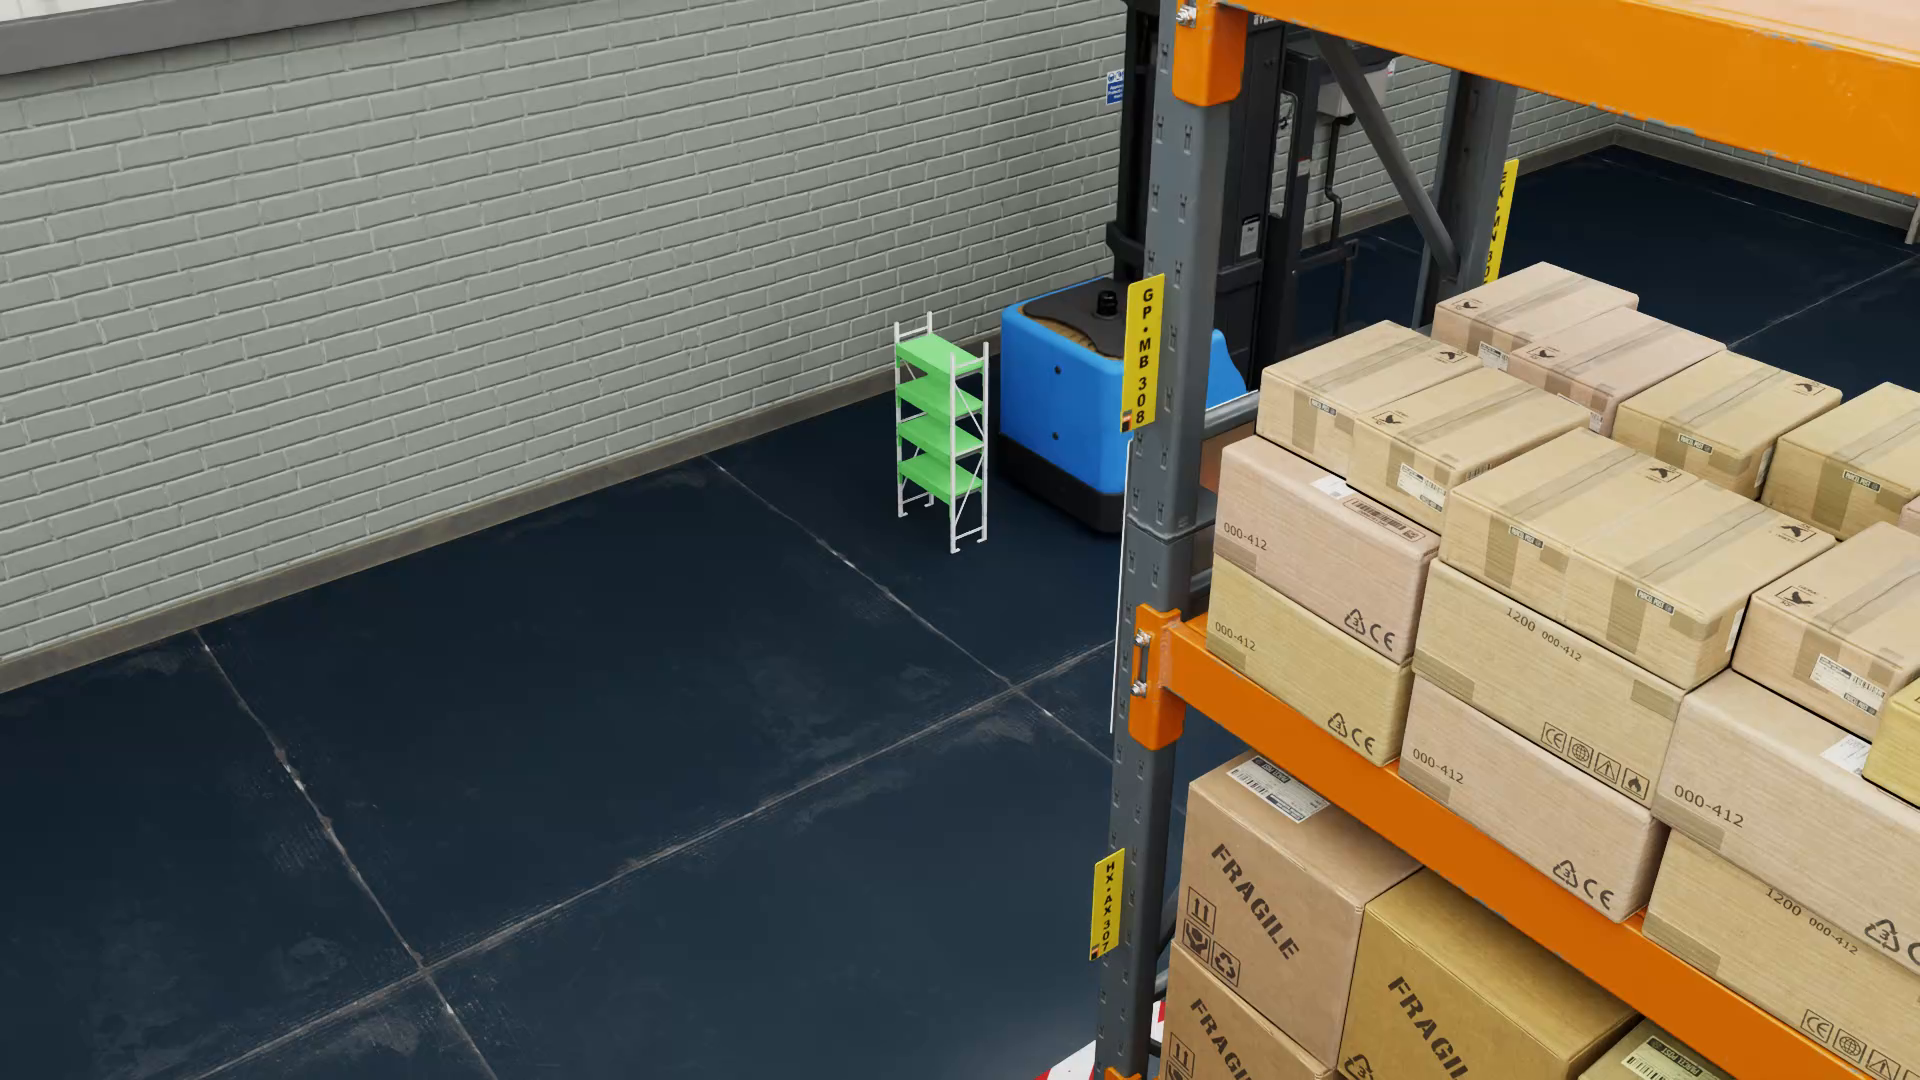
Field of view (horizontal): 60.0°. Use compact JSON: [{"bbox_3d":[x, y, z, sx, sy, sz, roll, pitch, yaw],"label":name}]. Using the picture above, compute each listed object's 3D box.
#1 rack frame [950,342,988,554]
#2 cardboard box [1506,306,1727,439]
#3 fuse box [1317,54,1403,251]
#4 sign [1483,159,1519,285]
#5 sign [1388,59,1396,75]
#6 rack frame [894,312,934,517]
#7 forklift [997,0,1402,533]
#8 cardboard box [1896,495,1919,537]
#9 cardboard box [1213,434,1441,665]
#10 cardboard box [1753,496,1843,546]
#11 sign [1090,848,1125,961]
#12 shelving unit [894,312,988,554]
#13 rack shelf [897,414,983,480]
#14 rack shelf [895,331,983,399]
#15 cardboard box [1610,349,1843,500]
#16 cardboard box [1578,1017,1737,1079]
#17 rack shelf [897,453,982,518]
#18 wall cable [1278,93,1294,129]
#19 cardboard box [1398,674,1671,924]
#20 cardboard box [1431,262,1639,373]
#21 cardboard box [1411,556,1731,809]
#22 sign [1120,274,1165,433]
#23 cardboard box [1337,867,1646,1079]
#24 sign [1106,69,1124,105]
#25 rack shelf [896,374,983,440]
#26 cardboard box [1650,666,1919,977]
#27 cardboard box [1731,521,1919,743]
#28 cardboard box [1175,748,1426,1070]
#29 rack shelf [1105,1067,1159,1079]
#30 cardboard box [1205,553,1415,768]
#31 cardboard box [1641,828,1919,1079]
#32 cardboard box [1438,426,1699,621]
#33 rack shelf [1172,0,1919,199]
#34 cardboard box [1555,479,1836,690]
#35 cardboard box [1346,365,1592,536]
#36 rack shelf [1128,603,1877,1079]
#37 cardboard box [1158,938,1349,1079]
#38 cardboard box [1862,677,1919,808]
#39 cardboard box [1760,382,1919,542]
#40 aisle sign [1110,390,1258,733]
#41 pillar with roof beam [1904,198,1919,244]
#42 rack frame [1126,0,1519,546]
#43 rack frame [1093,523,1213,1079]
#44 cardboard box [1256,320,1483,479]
[{"bbox_3d":[0.048,-0.477,8.881,0.240,1.200,0.015,-22,38,-31],"label":"rack frame"},{"bbox_3d":[1.323,-0.323,3.375,0.380,0.149,0.250,-22,38,-31],"label":"cardboard box"},{"bbox_3d":[2.917,-2.959,12.393,0.539,1.711,0.414,-22,38,-31],"label":"fuse box"},{"bbox_3d":[1.247,-0.723,3.890,0.100,0.325,0.005,-22,38,-31],"label":"sign"},{"bbox_3d":[3.180,-3.713,12.475,0.329,0.494,0.001,-22,38,-31],"label":"sign"},{"bbox_3d":[-0.251,-0.680,9.208,0.240,1.200,0.015,-22,38,-31],"label":"rack frame"},{"bbox_3d":[1.697,-1.904,9.537,3.031,2.935,1.130,-22,38,-31],"label":"forklift"},{"bbox_3d":[1.819,-0.009,2.869,0.380,0.149,0.250,-23,39,-32],"label":"cardboard box"},{"bbox_3d":[0.866,-0.054,3.319,0.500,0.250,0.500,-22,38,-31],"label":"cardboard box"},{"bbox_3d":[1.594,-0.002,3.236,0.500,0.250,0.500,-23,39,-33],"label":"cardboard box"},{"bbox_3d":[0.367,0.906,4.128,0.100,0.325,0.005,-22,38,-31],"label":"sign"},{"bbox_3d":[-0.102,-0.579,9.045,0.258,1.200,0.503,-22,38,-31],"label":"shelving unit"},{"bbox_3d":[-0.102,-0.524,9.078,0.258,0.148,0.480,-22,38,-31],"label":"rack shelf"},{"bbox_3d":[-0.101,-0.932,8.825,0.258,0.148,0.480,-22,38,-31],"label":"rack shelf"},{"bbox_3d":[1.464,-0.209,3.192,0.380,0.149,0.250,-24,39,-33],"label":"cardboard box"},{"bbox_3d":[1.477,1.210,3.135,0.500,0.500,0.500,-23,39,-32],"label":"cardboard box"},{"bbox_3d":[-0.102,-0.321,9.205,0.258,0.148,0.480,-22,38,-31],"label":"rack shelf"},{"bbox_3d":[2.281,-3.783,11.535,0.588,1.984,0.122,-22,38,-31],"label":"wall cable"},{"bbox_3d":[1.189,0.378,3.097,0.500,0.250,0.500,-21,37,-30],"label":"cardboard box"},{"bbox_3d":[1.232,-0.451,3.580,0.380,0.149,0.250,-23,38,-32],"label":"cardboard box"},{"bbox_3d":[1.181,0.159,2.975,0.500,0.250,0.500,-23,38,-32],"label":"cardboard box"},{"bbox_3d":[0.367,-0.372,3.334,0.100,0.325,0.005,-22,38,-31],"label":"sign"},{"bbox_3d":[1.176,0.986,3.495,0.500,0.500,0.500,-21,38,-30],"label":"cardboard box"},{"bbox_3d":[1.092,-3.013,11.001,0.327,0.218,0.001,-22,38,-31],"label":"sign"},{"bbox_3d":[-0.102,-0.728,8.952,0.258,0.148,0.480,-22,38,-31],"label":"rack shelf"},{"bbox_3d":[1.481,0.374,2.630,0.500,0.250,0.500,-22,38,-31],"label":"cardboard box"},{"bbox_3d":[1.455,0.138,2.632,0.380,0.149,0.250,-21,38,-30],"label":"cardboard box"},{"bbox_3d":[0.861,0.778,3.831,0.500,0.500,0.500,-23,38,-32],"label":"cardboard box"},{"bbox_3d":[2.022,2.237,3.487,1.077,0.370,4.000,-22,38,-31],"label":"rack shelf"},{"bbox_3d":[0.869,0.157,3.453,0.500,0.250,0.500,-21,37,-30],"label":"cardboard box"},{"bbox_3d":[1.515,0.589,2.758,0.500,0.250,0.500,-24,39,-33],"label":"cardboard box"},{"bbox_3d":[1.066,-0.037,2.913,0.380,0.149,0.250,-22,38,-31],"label":"cardboard box"},{"bbox_3d":[2.022,-0.310,1.905,1.077,0.370,4.000,-22,38,-31],"label":"rack shelf"},{"bbox_3d":[1.214,0.065,2.750,0.380,0.149,0.250,-22,38,-31],"label":"cardboard box"},{"bbox_3d":[0.957,-0.174,3.134,0.380,0.149,0.250,-21,37,-30],"label":"cardboard box"},{"bbox_3d":[2.022,0.963,2.695,1.077,0.370,4.000,-22,38,-31],"label":"rack shelf"},{"bbox_3d":[0.853,1.206,4.089,0.500,0.500,0.500,-20,37,-29],"label":"cardboard box"},{"bbox_3d":[1.542,0.279,2.406,0.380,0.149,0.250,-21,38,-30],"label":"cardboard box"},{"bbox_3d":[1.711,-0.134,3.071,0.380,0.149,0.250,-22,38,-31],"label":"cardboard box"},{"bbox_3d":[0.514,0.060,3.846,0.394,0.787,0.004,-22,38,-31],"label":"aisle sign"},{"bbox_3d":[4.221,-4.724,8.327,9.100,9.000,0.400,-22,38,-31],"label":"pillar with roof beam"},{"bbox_3d":[0.796,-1.450,3.056,1.000,3.000,0.127,-22,38,-31],"label":"rack frame"},{"bbox_3d":[0.796,1.098,4.639,1.000,3.000,0.127,-22,38,-31],"label":"rack frame"},{"bbox_3d":[0.815,-0.285,3.314,0.380,0.149,0.250,-23,38,-32],"label":"cardboard box"}]
